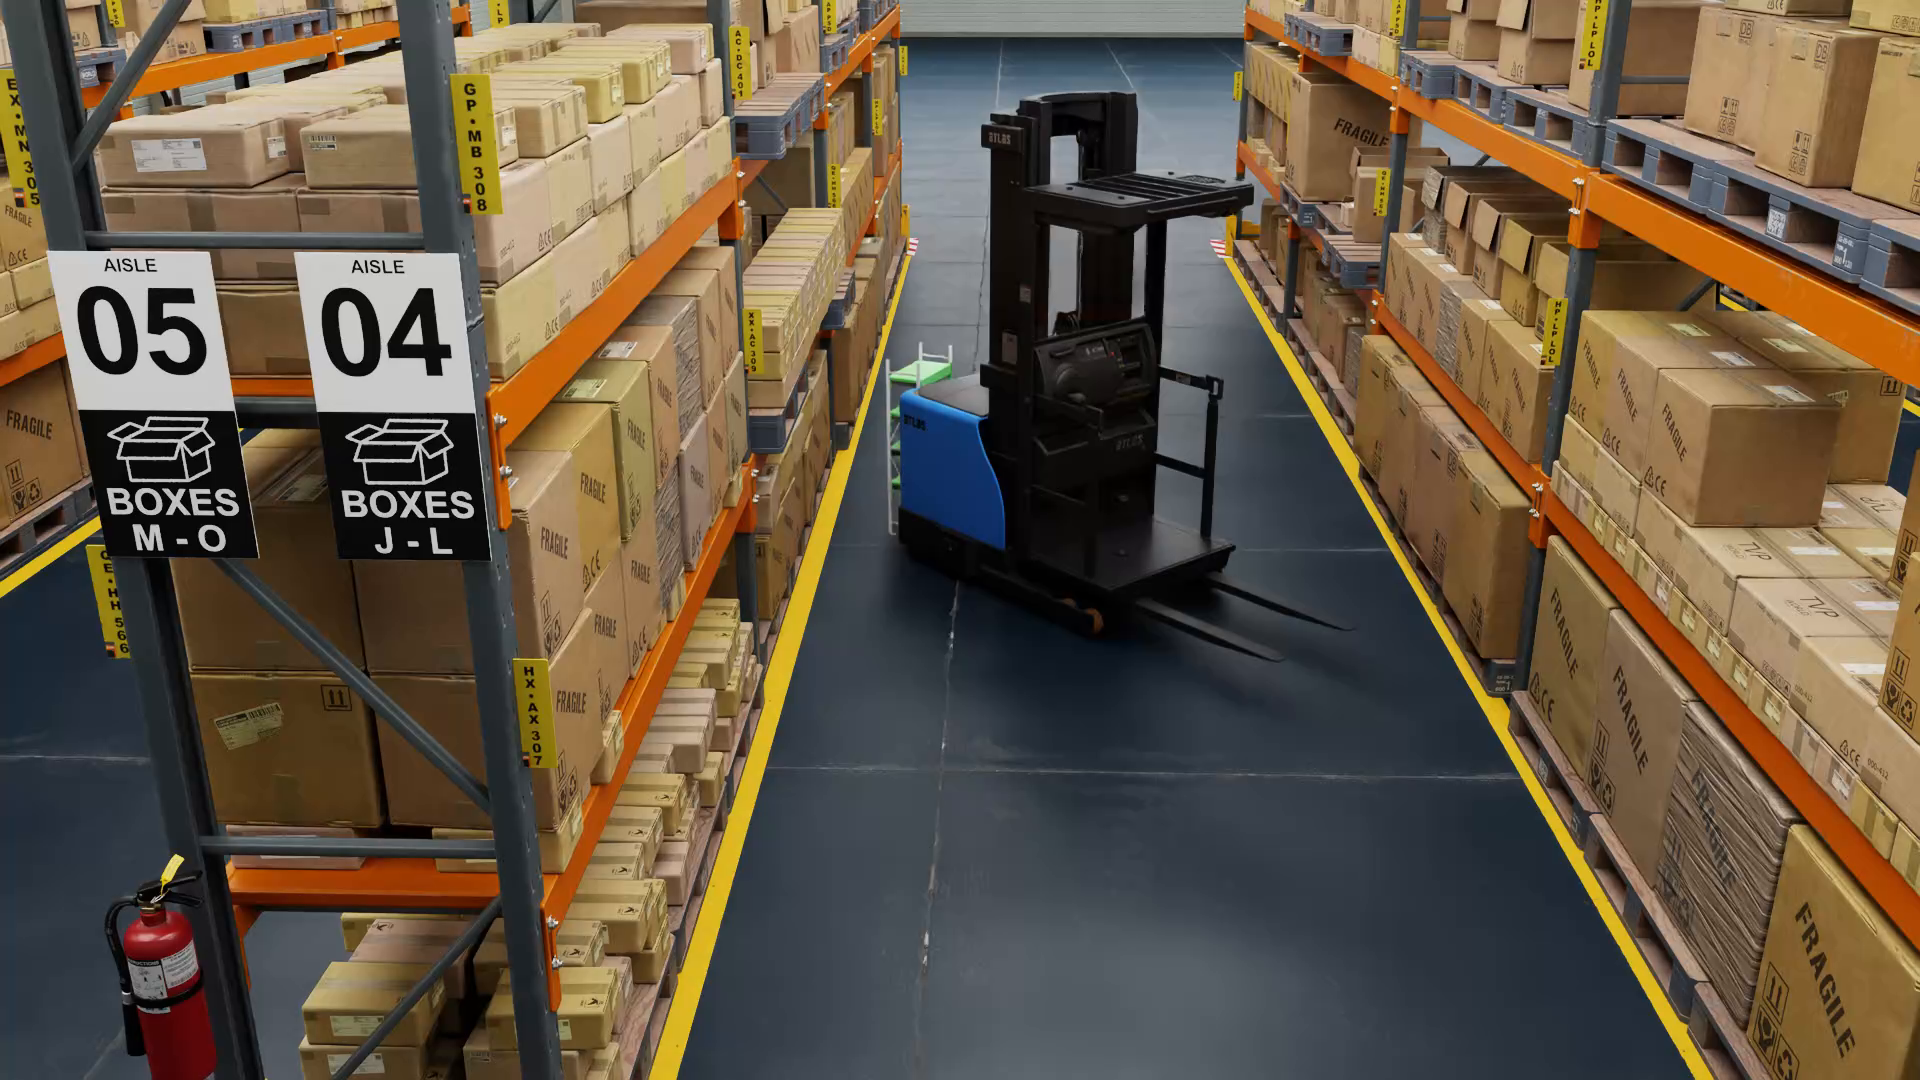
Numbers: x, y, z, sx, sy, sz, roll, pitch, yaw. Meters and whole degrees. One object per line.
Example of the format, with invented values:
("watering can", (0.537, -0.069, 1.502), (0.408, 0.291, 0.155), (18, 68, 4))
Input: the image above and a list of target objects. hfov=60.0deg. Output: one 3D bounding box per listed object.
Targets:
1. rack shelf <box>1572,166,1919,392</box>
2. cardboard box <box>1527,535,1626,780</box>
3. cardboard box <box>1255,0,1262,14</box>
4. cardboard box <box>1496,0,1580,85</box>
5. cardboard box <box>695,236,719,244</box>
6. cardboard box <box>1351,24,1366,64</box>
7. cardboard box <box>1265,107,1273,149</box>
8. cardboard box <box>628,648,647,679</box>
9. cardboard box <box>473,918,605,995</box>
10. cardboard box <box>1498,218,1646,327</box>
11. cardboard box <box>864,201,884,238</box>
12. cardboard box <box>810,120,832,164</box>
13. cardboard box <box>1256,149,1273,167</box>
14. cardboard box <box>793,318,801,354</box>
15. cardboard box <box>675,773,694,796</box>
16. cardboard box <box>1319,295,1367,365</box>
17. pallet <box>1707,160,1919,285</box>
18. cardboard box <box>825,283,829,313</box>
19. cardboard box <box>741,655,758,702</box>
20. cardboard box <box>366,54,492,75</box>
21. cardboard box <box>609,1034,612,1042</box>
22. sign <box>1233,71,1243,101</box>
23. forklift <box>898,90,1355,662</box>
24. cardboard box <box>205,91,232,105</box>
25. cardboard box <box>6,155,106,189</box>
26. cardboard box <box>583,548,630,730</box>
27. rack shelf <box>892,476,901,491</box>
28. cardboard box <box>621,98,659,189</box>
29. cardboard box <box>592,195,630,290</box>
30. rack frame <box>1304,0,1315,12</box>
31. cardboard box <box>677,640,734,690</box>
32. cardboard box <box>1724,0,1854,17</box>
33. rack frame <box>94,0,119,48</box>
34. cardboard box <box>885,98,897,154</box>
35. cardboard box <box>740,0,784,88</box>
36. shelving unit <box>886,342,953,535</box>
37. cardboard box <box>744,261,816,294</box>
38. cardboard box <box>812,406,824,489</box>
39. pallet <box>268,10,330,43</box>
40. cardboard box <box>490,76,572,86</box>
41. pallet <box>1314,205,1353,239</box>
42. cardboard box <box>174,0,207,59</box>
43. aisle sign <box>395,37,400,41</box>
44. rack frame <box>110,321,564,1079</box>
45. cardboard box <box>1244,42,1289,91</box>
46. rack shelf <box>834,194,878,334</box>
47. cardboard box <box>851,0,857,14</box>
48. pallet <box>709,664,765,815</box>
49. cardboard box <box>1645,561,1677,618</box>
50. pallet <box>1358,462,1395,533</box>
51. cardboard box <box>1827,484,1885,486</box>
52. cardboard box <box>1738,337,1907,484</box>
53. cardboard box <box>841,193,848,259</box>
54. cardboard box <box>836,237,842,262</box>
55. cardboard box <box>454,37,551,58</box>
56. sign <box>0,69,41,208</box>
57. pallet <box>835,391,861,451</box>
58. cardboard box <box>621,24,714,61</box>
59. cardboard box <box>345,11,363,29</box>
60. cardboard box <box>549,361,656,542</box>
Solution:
("rack shelf", (3.327, -0.829, 5.866), (1.077, 0.370, 4.000), (1, 21, 2))
("cardboard box", (3.288, 0.544, 7.837), (0.875, 0.875, 0.875), (1, 21, 2))
("cardboard box", (3.470, -5.798, 17.886), (0.500, 0.250, 0.500), (0, 21, 0))
("cardboard box", (3.469, -2.838, 9.328), (0.797, 0.503, 0.637), (0, 21, 1))
("cardboard box", (-1.685, -1.838, 10.563), (0.380, 0.149, 0.250), (2, 21, 4))
("cardboard box", (3.299, -3.799, 12.734), (0.500, 0.250, 0.500), (1, 21, 3))
("cardboard box", (3.755, -4.452, 17.806), (0.875, 0.500, 0.500), (1, 21, 2))
("cardboard box", (-1.383, 0.399, 6.201), (0.380, 0.149, 0.250), (0, 21, 1))
("cardboard box", (-1.445, 1.436, 5.720), (0.380, 0.149, 0.250), (1, 21, 3))
("cardboard box", (3.432, -1.482, 9.177), (0.797, 0.503, 0.637), (1, 21, 2))
("cardboard box", (-1.234, -2.904, 16.724), (0.875, 0.875, 0.875), (1, 21, 2))
("cardboard box", (-1.394, -3.069, 13.272), (0.700, 0.500, 0.500), (0, 21, 1))
("cardboard box", (3.363, -4.069, 17.715), (0.380, 0.149, 0.250), (1, 21, 2))
("cardboard box", (-1.082, -1.122, 9.128), (0.380, 0.149, 0.250), (1, 21, 3))
("cardboard box", (-1.367, 1.006, 7.239), (0.380, 0.149, 0.250), (0, 21, -1))
("cardboard box", (3.541, -1.825, 14.432), (0.700, 0.500, 0.500), (-1, 21, -3))
("pallet", (3.313, -1.110, 5.719), (1.003, 0.211, 1.213), (1, 21, 2))
("cardboard box", (-1.035, -1.551, 10.647), (0.380, 0.149, 0.250), (0, 21, -1))
("cardboard box", (-1.238, 0.699, 8.441), (0.380, 0.149, 0.250), (1, 21, 2))
("cardboard box", (-1.900, -1.655, 5.967), (0.380, 0.149, 0.250), (0, 21, 0))
("cardboard box", (-1.426, 1.718, 5.814), (0.380, 0.149, 0.250), (1, 21, 1))
("sign", (3.211, -5.237, 19.183), (0.100, 0.325, 0.005), (1, 21, 2))
("forklift", (0.943, -1.012, 9.586), (1.130, 2.935, 3.031), (-17, 27, -37))
("cardboard box", (-6.642, -4.008, 15.184), (0.380, 0.149, 0.250), (1, 21, 1))
("cardboard box", (-6.150, -2.367, 11.462), (0.500, 0.500, 0.500), (0, 21, 0))
("cardboard box", (-1.408, 0.328, 5.487), (0.500, 0.500, 0.500), (1, 21, 2))
("rack shelf", (-0.264, -0.383, 11.196), (0.258, 0.148, 0.480), (9, 23, 23))
("cardboard box", (-1.359, -1.405, 5.873), (0.500, 0.250, 0.500), (0, 21, 0))
("cardboard box", (-1.396, -0.998, 5.516), (0.500, 0.250, 0.500), (0, 21, 0))
("rack frame", (3.631, -6.178, 14.511), (1.000, 3.000, 0.127), (1, 21, 2))
("cardboard box", (-1.286, 0.591, 7.898), (0.380, 0.149, 0.250), (0, 21, 1))
("cardboard box", (3.353, -2.186, 6.475), (0.500, 0.250, 0.500), (-1, 21, -2))
("rack frame", (-6.396, -4.841, 11.065), (1.000, 3.000, 0.127), (1, 21, 2))
("cardboard box", (-1.163, -4.655, 18.671), (0.875, 0.550, 0.550), (1, 21, 2))
("cardboard box", (-1.388, -2.779, 9.175), (0.797, 0.503, 0.637), (0, 21, 1))
("shelving unit", (-0.264, -0.666, 11.087), (0.258, 1.200, 0.503), (9, 23, 23))
("cardboard box", (-1.057, -1.541, 9.797), (0.380, 0.149, 0.250), (1, 21, 4))
("cardboard box", (-1.223, -0.628, 11.376), (0.500, 0.500, 0.500), (1, 21, 4))
("pallet", (-6.399, -4.579, 14.797), (1.213, 0.211, 1.003), (1, 21, 2))
("cardboard box", (-1.434, -1.367, 5.224), (0.380, 0.149, 0.250), (1, 21, 3))
("pallet", (3.529, -2.562, 13.750), (1.003, 0.211, 1.213), (1, 21, 2))
("cardboard box", (-6.378, -4.042, 13.011), (0.797, 0.503, 0.637), (1, 21, 2))
("aisle sign", (-6.460, -6.174, 19.201), (0.394, 0.787, 0.004), (1, 21, 2))
("rack frame", (-1.688, 0.866, 4.649), (1.000, 3.000, 0.127), (1, 21, 2))
("cardboard box", (3.464, -5.283, 18.566), (0.500, 0.500, 0.500), (1, 21, 2))
("rack shelf", (-1.384, -2.414, 14.098), (1.077, 0.370, 4.000), (1, 21, 2))
("cardboard box", (-1.141, -4.594, 14.065), (0.500, 0.250, 0.500), (0, 21, 1))
("pallet", (-1.552, 0.963, 8.254), (1.003, 0.211, 1.213), (1, 21, 2))
("cardboard box", (3.008, 0.200, 6.713), (0.380, 0.149, 0.250), (1, 21, 2))
("pallet", (3.410, -0.351, 11.641), (1.003, 0.211, 1.213), (1, 21, 2))
("cardboard box", (3.624, -0.208, 7.214), (0.500, 0.250, 0.500), (1, 21, 3))
("cardboard box", (3.622, -0.557, 7.077), (0.500, 0.500, 0.500), (1, 21, 2))
("cardboard box", (-1.149, -2.416, 12.970), (0.500, 0.500, 0.500), (0, 21, 1))
("cardboard box", (-1.011, -1.963, 11.298), (0.380, 0.149, 0.250), (1, 21, 4))
("cardboard box", (-1.864, -1.942, 6.705), (0.380, 0.149, 0.250), (0, 21, 0))
("sign", (-2.242, -0.958, 3.981), (0.100, 0.325, 0.005), (1, 21, 2))
("pallet", (-1.346, -1.010, 13.341), (1.003, 0.211, 1.213), (1, 21, 2))
("cardboard box", (-1.303, -2.211, 7.399), (0.380, 0.149, 0.250), (0, 21, -1))
("cardboard box", (-5.953, -4.976, 15.906), (0.380, 0.149, 0.250), (1, 21, 2))
("cardboard box", (-1.362, -0.315, 5.762), (0.500, 0.500, 0.500), (0, 21, 0))
